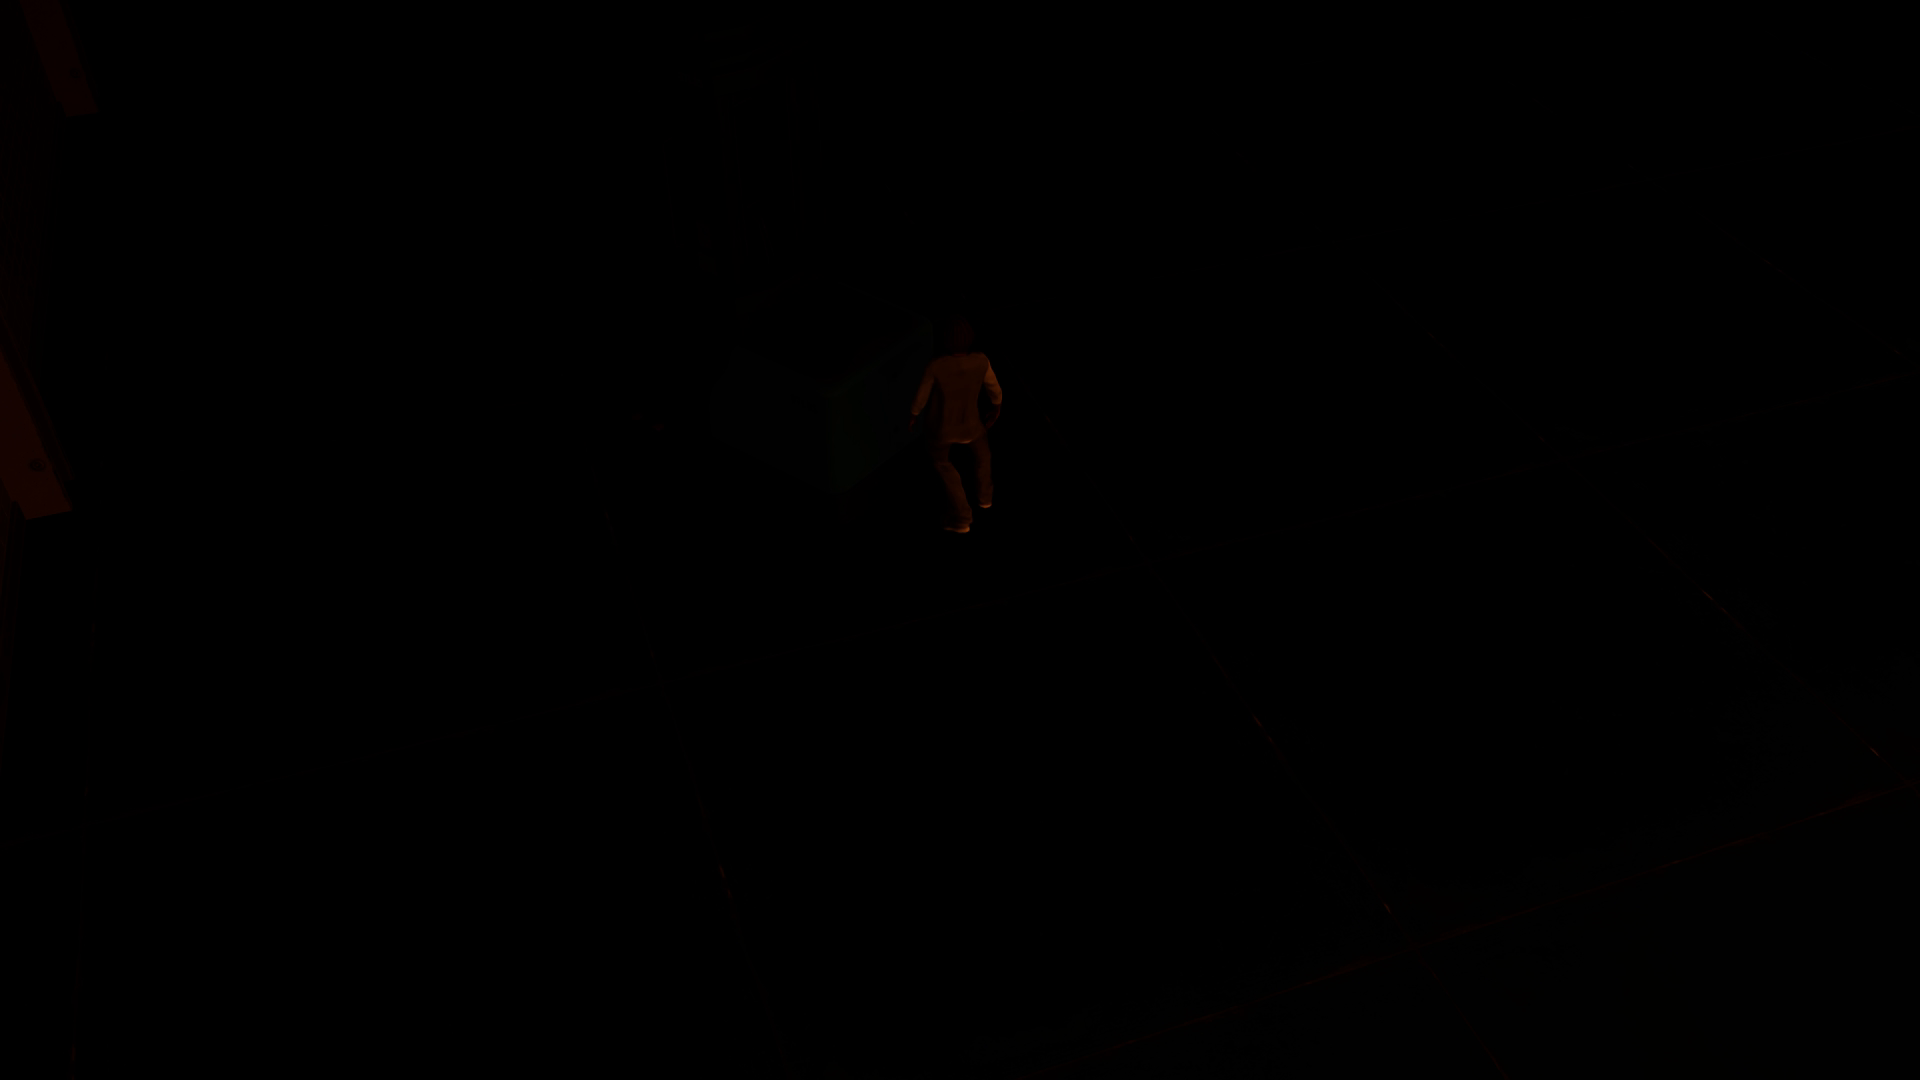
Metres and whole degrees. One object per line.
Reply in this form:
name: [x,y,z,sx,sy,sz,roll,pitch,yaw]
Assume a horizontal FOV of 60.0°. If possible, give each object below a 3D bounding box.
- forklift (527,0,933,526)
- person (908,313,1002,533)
forklift: [-1.632,-1.982,10.357,3.031,2.935,1.130,26,46,28]
person: [-0.041,-0.757,9.969,0.565,1.553,0.558,-7,41,-8]
